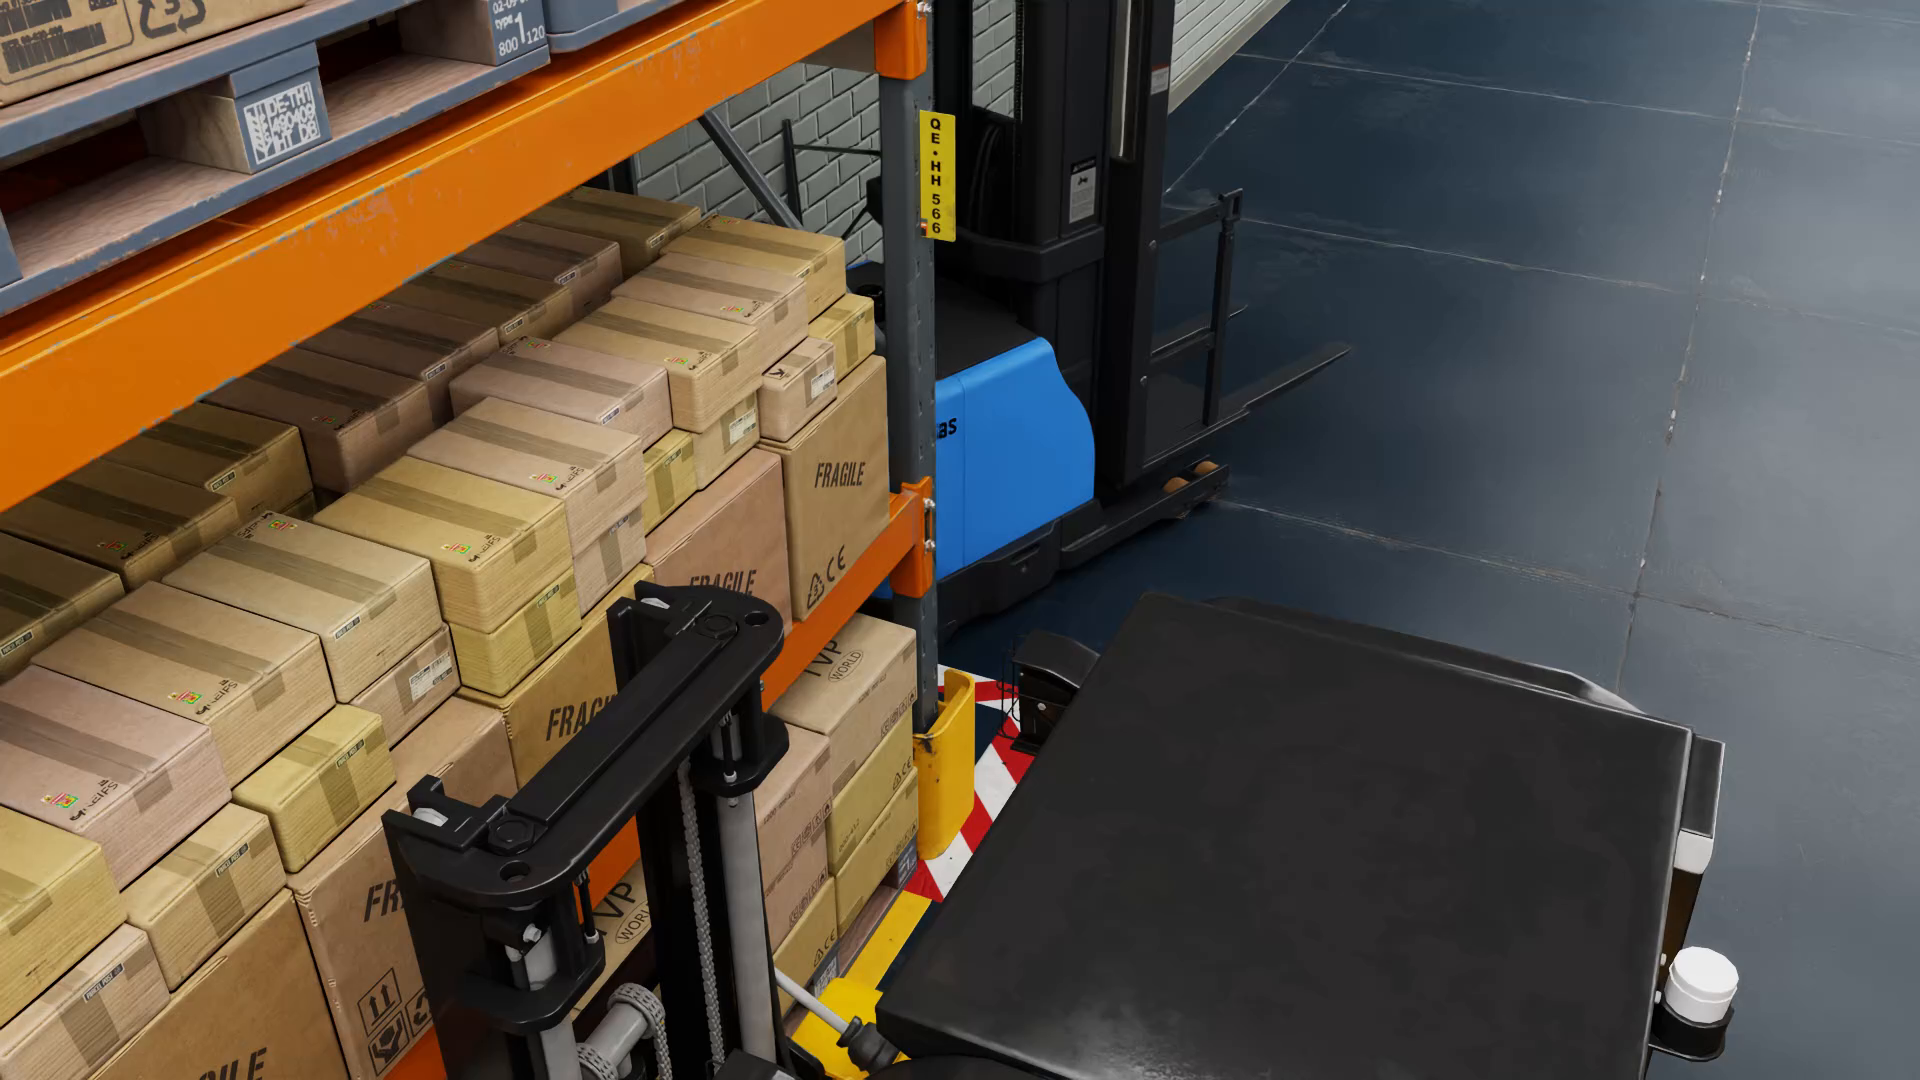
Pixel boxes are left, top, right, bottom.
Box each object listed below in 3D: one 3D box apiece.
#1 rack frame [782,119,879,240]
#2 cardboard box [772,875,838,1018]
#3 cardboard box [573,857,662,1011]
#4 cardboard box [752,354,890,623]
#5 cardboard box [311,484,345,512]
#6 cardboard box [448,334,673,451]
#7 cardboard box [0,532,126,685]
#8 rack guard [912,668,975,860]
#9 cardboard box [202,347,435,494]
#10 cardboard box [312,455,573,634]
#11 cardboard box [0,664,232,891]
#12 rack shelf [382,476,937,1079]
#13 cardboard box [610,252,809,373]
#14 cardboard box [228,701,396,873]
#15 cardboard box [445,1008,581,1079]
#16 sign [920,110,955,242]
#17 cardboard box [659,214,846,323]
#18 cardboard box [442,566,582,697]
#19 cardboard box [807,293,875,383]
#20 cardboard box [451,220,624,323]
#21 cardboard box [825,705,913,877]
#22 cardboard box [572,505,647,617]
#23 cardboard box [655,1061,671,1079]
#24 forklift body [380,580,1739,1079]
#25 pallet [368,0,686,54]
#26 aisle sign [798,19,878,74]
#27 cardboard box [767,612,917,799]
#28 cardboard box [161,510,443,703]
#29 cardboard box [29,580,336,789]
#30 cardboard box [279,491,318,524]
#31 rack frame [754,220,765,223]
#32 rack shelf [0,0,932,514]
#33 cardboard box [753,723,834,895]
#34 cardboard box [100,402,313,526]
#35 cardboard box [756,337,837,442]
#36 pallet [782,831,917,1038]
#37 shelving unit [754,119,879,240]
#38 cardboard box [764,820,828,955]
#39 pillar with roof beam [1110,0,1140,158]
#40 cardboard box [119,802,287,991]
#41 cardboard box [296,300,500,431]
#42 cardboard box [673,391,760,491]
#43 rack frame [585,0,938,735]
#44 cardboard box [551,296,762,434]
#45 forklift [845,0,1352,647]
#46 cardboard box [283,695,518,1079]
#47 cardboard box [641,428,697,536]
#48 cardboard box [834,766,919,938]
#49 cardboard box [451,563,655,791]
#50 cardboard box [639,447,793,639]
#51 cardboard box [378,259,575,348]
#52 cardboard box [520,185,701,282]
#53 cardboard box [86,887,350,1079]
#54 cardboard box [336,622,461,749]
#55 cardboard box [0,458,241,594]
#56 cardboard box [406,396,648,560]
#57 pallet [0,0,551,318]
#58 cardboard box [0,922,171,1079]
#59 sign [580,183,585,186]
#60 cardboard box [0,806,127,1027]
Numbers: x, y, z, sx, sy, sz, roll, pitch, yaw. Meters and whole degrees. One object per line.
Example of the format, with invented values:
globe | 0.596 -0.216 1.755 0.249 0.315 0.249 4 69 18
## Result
rack frame | -0.433 -0.974 6.830 0.500 1.500 0.032 10 34 22
cardboard box | -0.671 1.081 4.490 0.500 0.250 0.500 14 36 20
cardboard box | -0.865 0.921 3.823 0.500 0.250 0.500 15 36 21
cardboard box | -0.512 -0.182 4.200 0.500 0.500 0.500 13 36 19
cardboard box | -1.416 -0.159 3.575 0.380 0.149 0.250 15 36 21
cardboard box | -0.835 -0.282 3.491 0.380 0.149 0.250 14 36 21
cardboard box | -1.660 0.132 2.859 0.380 0.149 0.250 15 36 22
rack guard | -0.535 0.588 5.397 1.175 0.500 0.348 14 36 20
cardboard box | -1.322 -0.250 3.442 0.380 0.149 0.250 15 36 22
cardboard box | -0.946 0.003 3.056 0.380 0.149 0.250 15 36 21
cardboard box | -1.349 0.359 2.513 0.380 0.149 0.250 14 36 20
rack shelf | -1.382 0.852 3.372 1.077 0.370 4.000 14 36 20
cardboard box | -0.579 -0.526 3.863 0.380 0.149 0.250 14 36 21
cardboard box | -1.181 0.370 2.768 0.380 0.149 0.250 13 36 20
cardboard box | -1.084 1.172 3.440 0.500 0.250 0.500 13 36 20
sign | -0.058 -0.897 4.111 0.100 0.325 0.005 14 36 20
cardboard box | -0.504 -0.656 4.061 0.380 0.149 0.250 14 36 21
cardboard box | -0.950 0.123 3.144 0.380 0.149 0.250 14 36 21
cardboard box | -0.436 -0.521 4.127 0.380 0.149 0.250 15 36 21
cardboard box | -1.048 -0.646 4.046 0.380 0.149 0.250 15 36 22
cardboard box | -0.465 0.634 4.716 0.500 0.250 0.500 14 36 20
cardboard box | -0.863 -0.007 3.343 0.380 0.149 0.250 13 35 19
cardboard box | -0.881 1.143 3.939 0.500 0.250 0.500 13 36 19
forklift body | 0.319 1.273 2.848 2.313 2.155 1.214 14 36 20
pallet | -0.864 -1.316 3.367 1.003 0.211 1.213 14 36 20
aisle sign | -0.251 -1.498 3.928 0.394 0.787 0.004 14 36 20
cardboard box | -0.454 0.412 4.599 0.500 0.250 0.500 15 36 22
cardboard box | -1.140 0.109 2.894 0.380 0.149 0.250 15 36 21
cardboard box | -1.261 0.231 2.708 0.380 0.149 0.250 14 36 21
cardboard box | -1.525 -0.025 3.369 0.380 0.149 0.250 15 36 22
rack frame | -0.840 -0.465 6.049 0.500 1.500 0.032 10 34 22
rack shelf | -1.382 -0.403 2.549 1.077 0.370 4.000 14 36 20
cardboard box | -0.663 0.667 4.209 0.500 0.250 0.500 15 36 21
cardboard box | -1.521 -0.142 3.277 0.380 0.149 0.250 13 36 19
cardboard box | -0.516 -0.387 3.922 0.380 0.149 0.250 15 36 21
pallet | -0.827 1.111 4.862 1.003 0.211 1.213 14 36 20
shelving unit | -0.640 -0.715 6.433 0.587 1.500 1.083 10 34 22
cardboard box | -0.684 0.881 4.339 0.500 0.250 0.500 14 36 20
pillar with roof beam | 4.765 -4.815 5.886 9.100 9.000 0.400 14 36 20
cardboard box | -1.285 0.505 2.562 0.380 0.149 0.250 13 35 19
cardboard box | -1.234 -0.387 3.651 0.380 0.149 0.250 14 36 21
cardboard box | -0.680 -0.272 3.747 0.380 0.149 0.250 15 36 21
rack frame | -0.545 -0.445 4.693 1.000 3.000 0.127 14 36 20
cardboard box | -0.663 -0.389 3.654 0.380 0.149 0.250 15 36 22
forklift | 0.492 -1.501 6.366 3.031 2.935 1.130 -28 42 -35
cardboard box | -1.152 0.583 3.034 0.500 0.500 0.500 14 36 21
cardboard box | -0.794 -0.151 3.562 0.380 0.149 0.250 14 36 20
cardboard box | -0.455 0.836 4.865 0.500 0.250 0.500 14 36 21
cardboard box | -0.952 0.330 3.420 0.500 0.500 0.500 13 36 20
cardboard box | -0.738 0.075 3.810 0.500 0.500 0.500 15 36 22
cardboard box | -1.117 -0.507 3.834 0.380 0.149 0.250 15 36 21
cardboard box | -0.880 -0.764 4.226 0.380 0.149 0.250 13 36 20
cardboard box | -1.382 0.828 2.660 0.500 0.500 0.500 14 36 20
cardboard box | -1.136 0.227 2.986 0.380 0.149 0.250 14 36 20
cardboard box | -1.553 -0.001 3.061 0.380 0.149 0.250 14 36 21
cardboard box | -0.843 -0.127 3.255 0.380 0.149 0.250 15 36 22
pallet | -1.374 -0.707 2.437 1.003 0.211 1.213 14 36 20
cardboard box | -1.374 0.634 2.365 0.380 0.149 0.250 14 36 20
sign | -1.047 -0.971 4.633 0.100 0.325 0.005 14 36 20
cardboard box | -1.405 0.499 2.300 0.380 0.149 0.250 14 36 20
